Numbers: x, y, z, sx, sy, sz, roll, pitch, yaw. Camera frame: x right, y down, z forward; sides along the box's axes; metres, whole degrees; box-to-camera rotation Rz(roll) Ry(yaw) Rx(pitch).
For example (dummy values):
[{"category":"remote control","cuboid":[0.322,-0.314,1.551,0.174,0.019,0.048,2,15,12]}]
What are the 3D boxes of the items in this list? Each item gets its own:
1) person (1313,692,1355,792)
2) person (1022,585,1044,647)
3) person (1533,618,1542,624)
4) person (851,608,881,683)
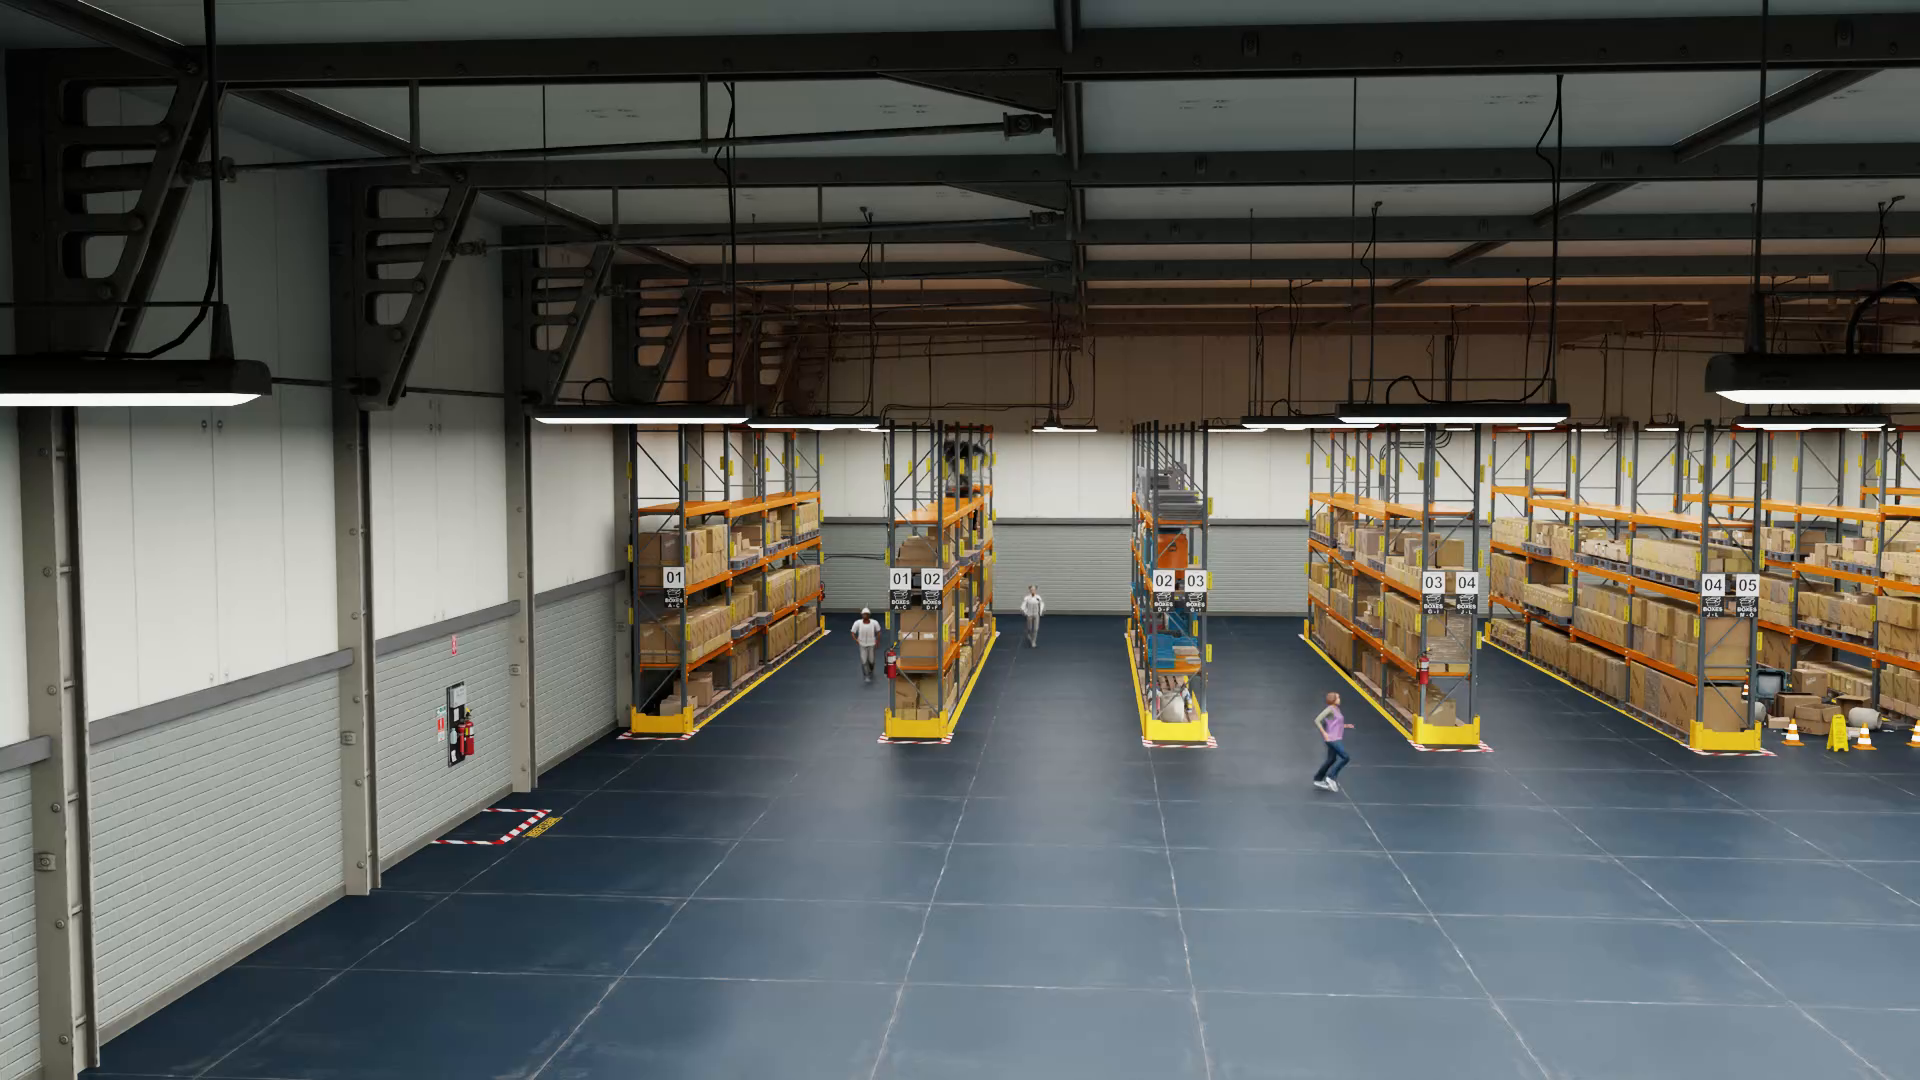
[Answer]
[{"category":"person","cuboid":[6.001,3.230,26.690,0.663,1.593,0.507,2,4,24]},{"category":"person","cuboid":[1.987,2.055,45.152,0.629,1.674,0.677,0,4,-5]},{"category":"person","cuboid":[16.465,1.890,47.025,0.701,1.763,0.611,-2,4,-26]},{"category":"person","cuboid":[-2.178,2.430,38.340,0.688,1.725,0.575,0,4,-2]}]
